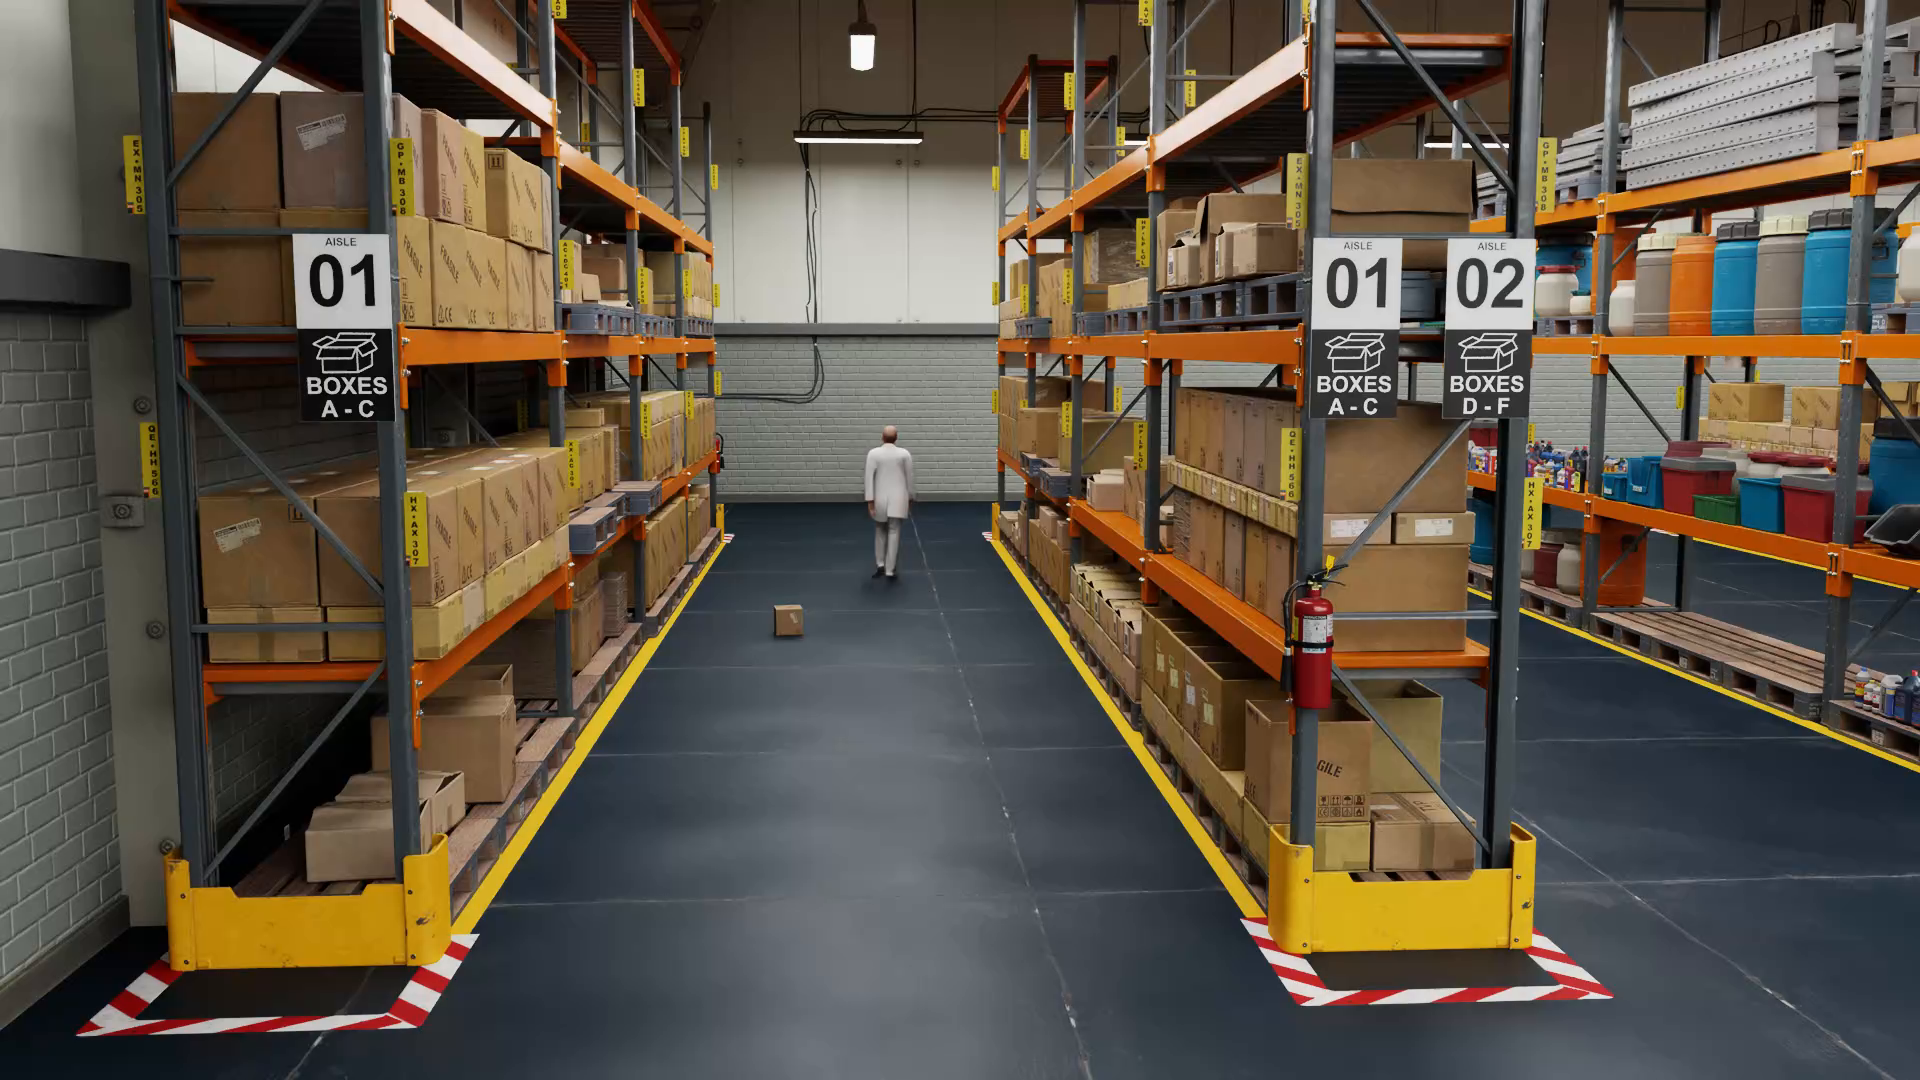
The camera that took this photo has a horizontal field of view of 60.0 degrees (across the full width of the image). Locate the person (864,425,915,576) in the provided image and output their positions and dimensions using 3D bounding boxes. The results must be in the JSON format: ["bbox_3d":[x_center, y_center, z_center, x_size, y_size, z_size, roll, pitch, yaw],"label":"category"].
[{"bbox_3d":[-0.815,-0.440,19.679,0.571,1.842,0.724,1,7,6],"label":"person"}]
